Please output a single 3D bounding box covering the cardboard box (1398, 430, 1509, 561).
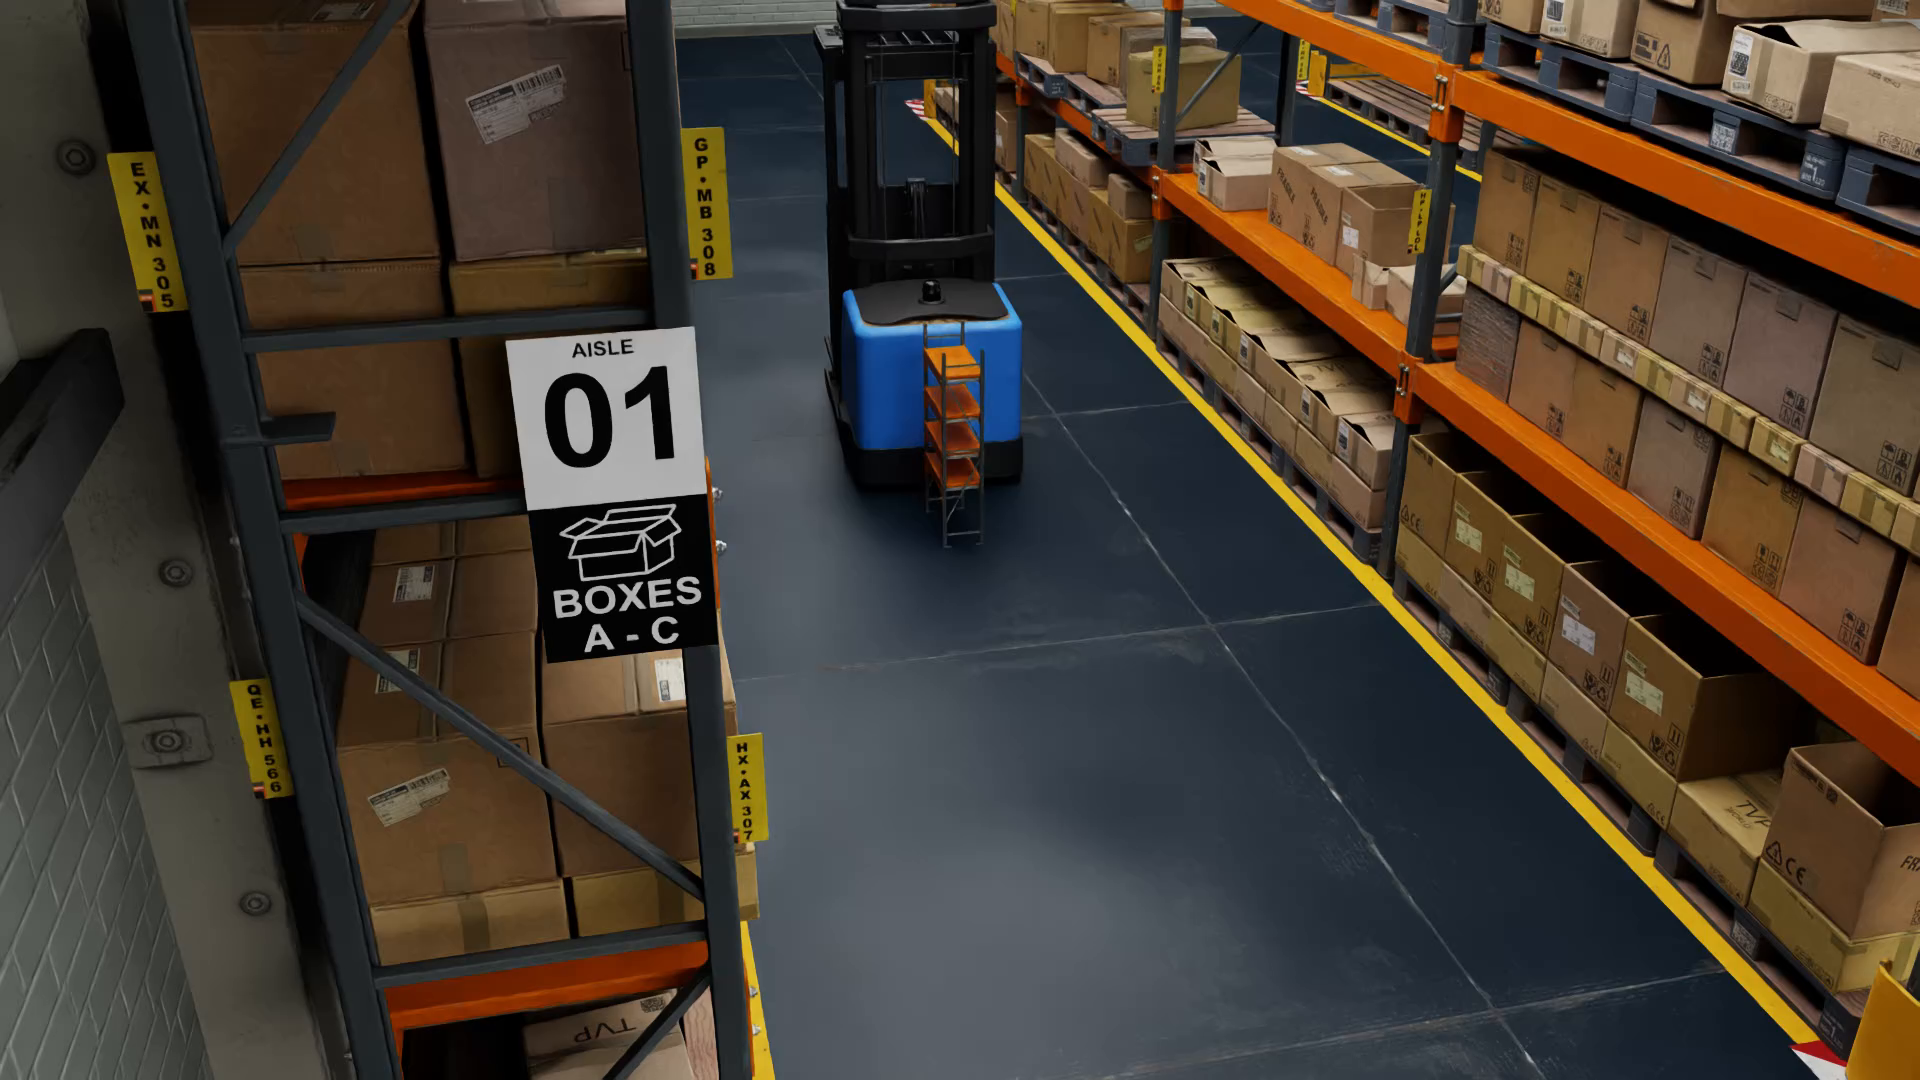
[{"bbox_3d":[2.653,-0.247,8.663,0.500,0.500,0.500,-6,27,-12],"label":"cardboard box"}]

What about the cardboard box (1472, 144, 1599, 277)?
[{"bbox_3d":[2.960,-1.617,8.074,0.700,0.500,0.500,-6,27,-11],"label":"cardboard box"}]

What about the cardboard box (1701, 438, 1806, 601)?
[{"bbox_3d":[3.433,-0.131,6.569,0.700,0.500,0.500,-6,27,-11],"label":"cardboard box"}]

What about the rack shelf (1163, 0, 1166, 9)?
[{"bbox_3d":[1.501,-4.839,13.478,1.077,0.370,4.000,-6,27,-12],"label":"rack shelf"}]

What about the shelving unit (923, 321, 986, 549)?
[{"bbox_3d":[-0.037,-0.608,9.624,0.258,1.200,0.503,-6,27,-12],"label":"shelving unit"}]

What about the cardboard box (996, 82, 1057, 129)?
[{"bbox_3d":[0.622,-4.605,17.828,0.797,0.503,0.637,-6,27,-12],"label":"cardboard box"}]

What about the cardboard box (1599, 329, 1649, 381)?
[{"bbox_3d":[3.020,-0.819,7.212,0.380,0.149,0.250,-7,28,-13],"label":"cardboard box"}]

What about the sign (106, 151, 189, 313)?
[{"bbox_3d":[-1.616,-0.613,3.325,0.100,0.325,0.005,-6,27,-12],"label":"sign"}]

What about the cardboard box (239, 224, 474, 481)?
[{"bbox_3d":[-1.411,-0.477,3.903,0.500,0.500,0.500,-4,27,-8],"label":"cardboard box"}]

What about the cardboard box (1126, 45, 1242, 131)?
[{"bbox_3d":[1.700,-3.440,12.660,0.700,0.500,0.500,-16,31,-29],"label":"cardboard box"}]

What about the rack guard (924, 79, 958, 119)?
[{"bbox_3d":[0.166,-5.306,19.708,1.175,0.500,0.348,-6,27,-12],"label":"rack guard"}]

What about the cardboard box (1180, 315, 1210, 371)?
[{"bbox_3d":[1.898,-1.423,11.826,0.500,0.250,0.500,-7,28,-13],"label":"cardboard box"}]

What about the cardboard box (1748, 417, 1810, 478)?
[{"bbox_3d":[3.251,-0.367,6.317,0.380,0.149,0.250,-5,27,-10],"label":"cardboard box"}]

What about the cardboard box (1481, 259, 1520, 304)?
[{"bbox_3d":[2.782,-1.274,8.114,0.380,0.149,0.250,-6,27,-11],"label":"cardboard box"}]

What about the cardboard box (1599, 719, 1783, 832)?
[{"bbox_3d":[3.107,0.966,7.093,0.500,0.250,0.500,-6,27,-12],"label":"cardboard box"}]

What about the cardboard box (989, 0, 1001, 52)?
[{"bbox_3d":[0.570,-5.163,16.540,0.500,0.500,0.500,-5,27,-10],"label":"cardboard box"}]

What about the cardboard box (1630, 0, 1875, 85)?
[{"bbox_3d":[3.102,-2.087,6.490,0.797,0.503,0.637,-3,27,-6],"label":"cardboard box"}]

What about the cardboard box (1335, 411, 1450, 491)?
[{"bbox_3d":[2.483,-0.546,9.466,0.500,0.311,0.500,-6,27,-12],"label":"cardboard box"}]

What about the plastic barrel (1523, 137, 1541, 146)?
[{"bbox_3d":[5.983,-4.211,16.626,0.600,0.901,0.708,-6,27,-12],"label":"plastic barrel"}]

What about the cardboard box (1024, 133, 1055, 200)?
[{"bbox_3d":[0.922,-3.543,15.726,0.500,0.500,0.500,-7,28,-14],"label":"cardboard box"}]

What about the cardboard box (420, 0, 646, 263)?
[{"bbox_3d":[-0.921,-0.959,3.750,0.500,0.500,0.500,-8,28,-15],"label":"cardboard box"}]

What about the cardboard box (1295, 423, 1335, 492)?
[{"bbox_3d":[2.365,-0.522,10.041,0.500,0.250,0.500,-6,27,-12],"label":"cardboard box"}]

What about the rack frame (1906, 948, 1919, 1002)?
[{"bbox_3d":[3.752,0.569,5.294,0.949,2.616,0.053,-6,27,-12],"label":"rack frame"}]

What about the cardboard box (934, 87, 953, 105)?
[{"bbox_3d":[-0.091,-5.160,19.320,0.380,0.149,0.250,-6,27,-12],"label":"cardboard box"}]

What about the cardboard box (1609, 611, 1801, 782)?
[{"bbox_3d":[3.104,0.631,6.924,0.500,0.500,0.500,-6,27,-12],"label":"cardboard box"}]

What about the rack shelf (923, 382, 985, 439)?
[{"bbox_3d":[-0.037,-0.748,9.553,0.258,0.148,0.480,-6,27,-12],"label":"rack shelf"}]

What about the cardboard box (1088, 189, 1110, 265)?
[{"bbox_3d":[1.396,-2.638,13.933,0.500,0.500,0.500,-7,28,-13],"label":"cardboard box"}]

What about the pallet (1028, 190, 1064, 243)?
[{"bbox_3d":[1.271,-3.101,15.660,1.003,0.211,1.213,-6,27,-12],"label":"pallet"}]

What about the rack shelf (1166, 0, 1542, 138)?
[{"bbox_3d":[2.403,-3.083,9.999,1.077,0.370,4.000,-6,27,-12],"label":"rack shelf"}]

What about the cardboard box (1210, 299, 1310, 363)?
[{"bbox_3d":[2.023,-1.440,11.237,0.500,0.311,0.500,-7,28,-13],"label":"cardboard box"}]

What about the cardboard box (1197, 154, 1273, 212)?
[{"bbox_3d":[1.965,-2.491,11.456,0.500,0.311,0.500,-6,27,-12],"label":"cardboard box"}]

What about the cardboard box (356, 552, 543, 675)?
[{"bbox_3d":[-1.488,0.389,4.962,0.500,0.500,0.500,-6,27,-11],"label":"cardboard box"}]

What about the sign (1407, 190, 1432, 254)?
[{"bbox_3d":[2.327,-1.609,8.413,0.100,0.325,0.005,-6,27,-12],"label":"sign"}]

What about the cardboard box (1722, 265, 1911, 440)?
[{"bbox_3d":[3.412,-0.736,6.329,0.700,0.500,0.500,-6,27,-11],"label":"cardboard box"}]

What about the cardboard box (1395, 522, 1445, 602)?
[{"bbox_3d":[2.663,0.087,8.834,0.500,0.250,0.500,-6,27,-12],"label":"cardboard box"}]

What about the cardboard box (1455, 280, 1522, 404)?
[{"bbox_3d":[2.960,-1.038,8.366,0.700,0.500,0.500,-7,28,-13],"label":"cardboard box"}]

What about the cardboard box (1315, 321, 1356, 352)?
[{"bbox_3d":[2.655,-1.279,10.918,0.500,0.311,0.500,-5,27,-10],"label":"cardboard box"}]

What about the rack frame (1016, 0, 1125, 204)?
[{"bbox_3d":[1.051,-4.699,15.731,1.000,3.000,0.127,-6,27,-12],"label":"rack frame"}]

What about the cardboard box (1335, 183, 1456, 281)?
[{"bbox_3d":[2.578,-1.802,9.880,0.500,0.500,0.500,-4,27,-8],"label":"cardboard box"}]

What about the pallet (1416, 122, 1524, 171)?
[{"bbox_3d":[5.674,-4.275,17.985,1.003,0.211,1.213,-6,27,-12],"label":"pallet"}]

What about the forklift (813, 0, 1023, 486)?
[{"bbox_3d":[-0.355,-2.283,11.021,1.130,2.935,3.031,-4,27,-8],"label":"forklift"}]

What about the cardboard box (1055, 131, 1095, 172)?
[{"bbox_3d":[1.148,-3.438,14.687,0.500,0.250,0.500,-6,27,-11],"label":"cardboard box"}]

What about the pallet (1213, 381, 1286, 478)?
[{"bbox_3d":[2.371,-0.799,11.098,1.003,0.211,1.213,-6,27,-12],"label":"pallet"}]

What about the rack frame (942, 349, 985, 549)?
[{"bbox_3d":[0.018,-0.501,9.411,0.240,1.200,0.015,-6,27,-12],"label":"rack frame"}]

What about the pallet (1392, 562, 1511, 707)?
[{"bbox_3d":[2.992,0.411,8.701,1.003,0.211,1.213,-6,27,-12],"label":"pallet"}]

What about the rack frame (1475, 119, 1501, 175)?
[{"bbox_3d":[5.877,-5.201,16.725,1.000,3.000,0.127,-6,27,-12],"label":"rack frame"}]

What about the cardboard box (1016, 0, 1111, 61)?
[{"bbox_3d":[0.939,-4.701,15.157,0.700,0.500,0.500,-16,31,-29],"label":"cardboard box"}]

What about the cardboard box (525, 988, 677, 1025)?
[{"bbox_3d":[-1.267,1.514,5.917,0.500,0.311,0.500,-4,27,-7],"label":"cardboard box"}]

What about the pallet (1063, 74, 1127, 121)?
[{"bbox_3d":[1.509,-3.711,13.986,1.003,0.211,1.213,-6,27,-12],"label":"pallet"}]
